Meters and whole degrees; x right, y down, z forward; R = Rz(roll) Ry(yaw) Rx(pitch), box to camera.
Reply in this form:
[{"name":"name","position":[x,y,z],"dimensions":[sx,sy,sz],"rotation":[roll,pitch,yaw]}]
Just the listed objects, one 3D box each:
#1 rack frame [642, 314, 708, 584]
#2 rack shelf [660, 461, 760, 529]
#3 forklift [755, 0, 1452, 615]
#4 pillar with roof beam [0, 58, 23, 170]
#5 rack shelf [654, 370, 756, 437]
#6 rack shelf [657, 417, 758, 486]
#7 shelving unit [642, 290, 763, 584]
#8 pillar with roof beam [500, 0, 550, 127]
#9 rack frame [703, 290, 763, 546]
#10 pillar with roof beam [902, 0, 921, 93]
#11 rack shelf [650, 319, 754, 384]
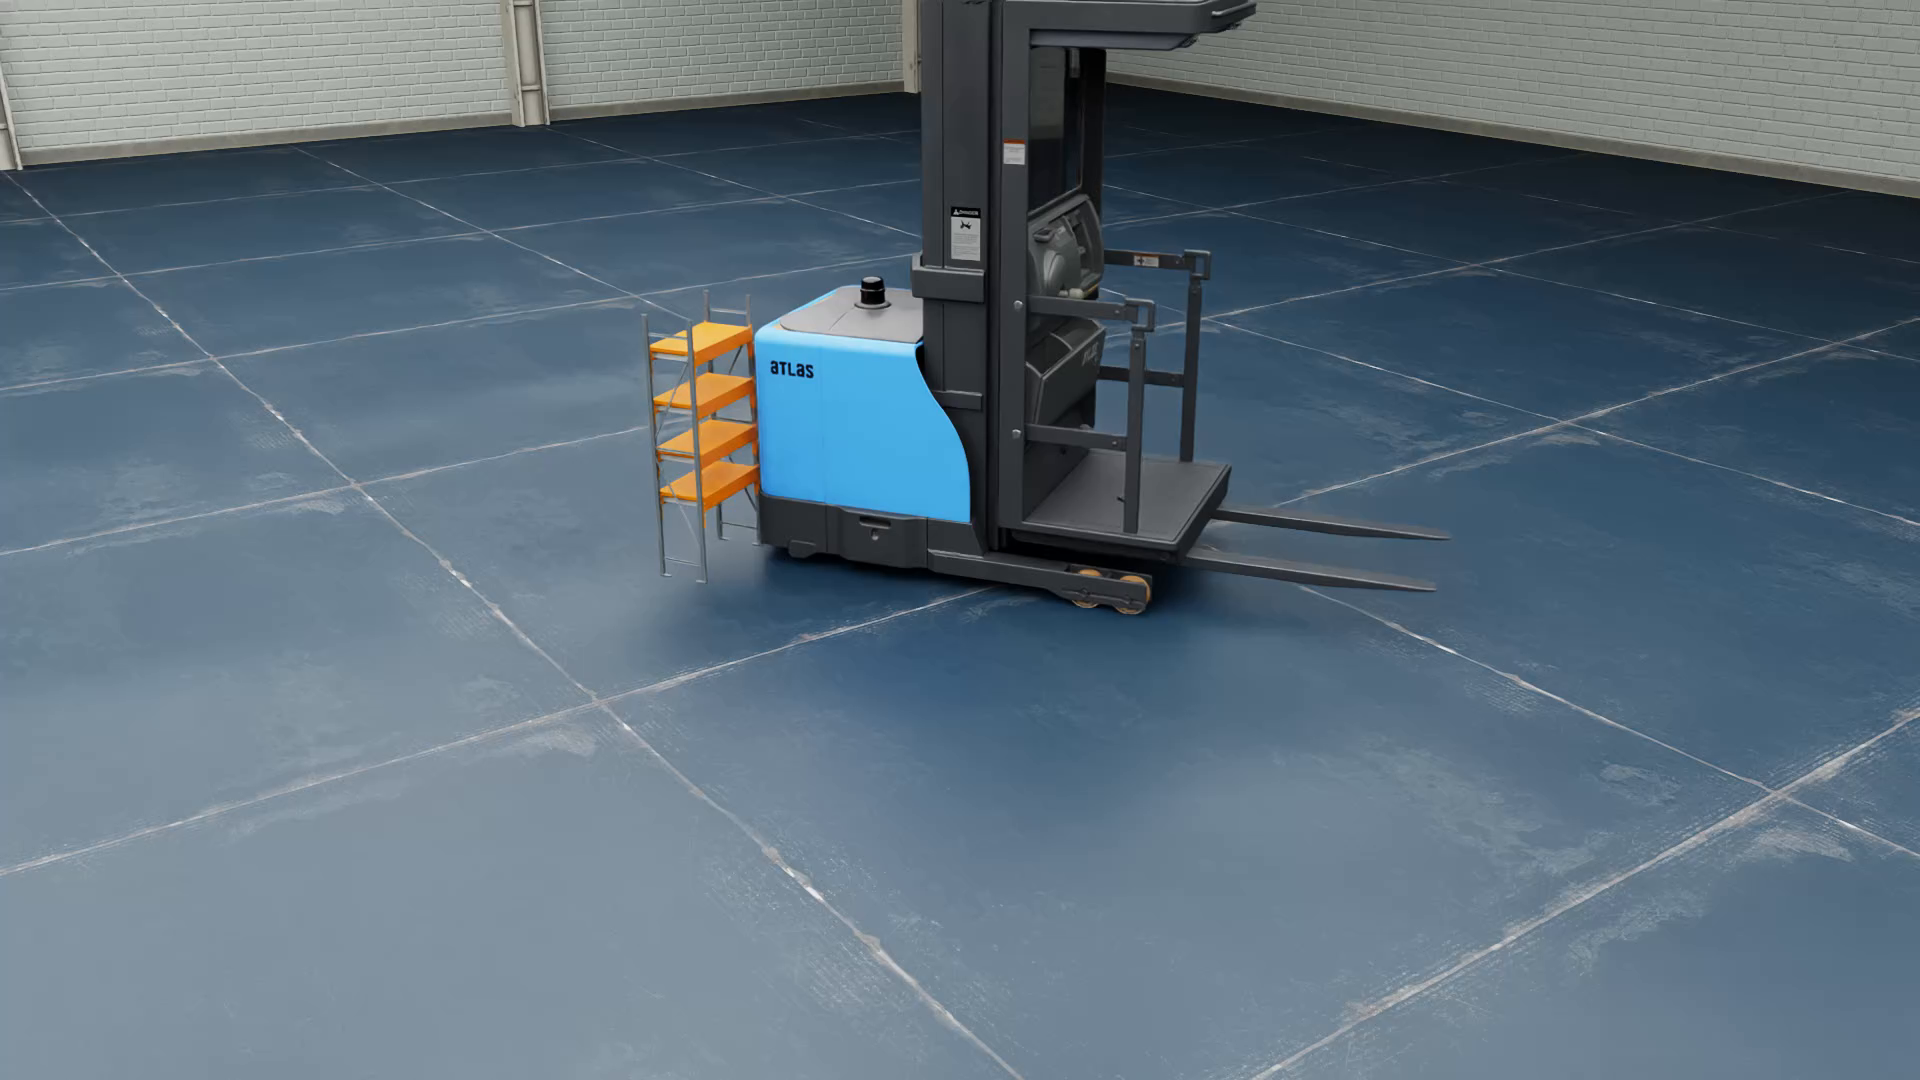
[{"name":"rack frame","position":[-1.238,-0.382,7.236],"dimensions":[0.240,1.200,0.015],"rotation":[9,24,22]},{"name":"rack shelf","position":[-1.139,-0.218,7.541],"dimensions":[0.258,0.148,0.480],"rotation":[9,24,22]},{"name":"forklift","position":[0.646,-1.264,7.109],"dimensions":[3.031,2.935,1.130],"rotation":[8,23,19]},{"name":"pillar with roof beam","position":[-7.812,-6.875,12.983],"dimensions":[0.400,9.000,9.100],"rotation":[-15,26,-33]},{"name":"rack shelf","position":[-1.139,-0.610,7.385],"dimensions":[0.258,0.148,0.480],"rotation":[9,24,22]},{"name":"rack shelf","position":[-1.139,-0.403,7.468],"dimensions":[0.258,0.148,0.480],"rotation":[9,24,22]},{"name":"shelving unit","position":[-1.139,-0.465,7.443],"dimensions":[0.258,1.200,0.503],"rotation":[9,24,22]},{"name":"pillar with roof beam","position":[-2.942,-8.173,16.237],"dimensions":[0.400,9.000,9.100],"rotation":[-15,26,-33]},{"name":"rack frame","position":[-1.041,-0.548,7.650],"dimensions":[0.240,1.200,0.015],"rotation":[9,24,22]},{"name":"pillar with roof beam","position":[1.929,-9.472,19.492],"dimensions":[0.400,9.000,9.100],"rotation":[-15,26,-33]},{"name":"rack shelf","position":[-1.139,-0.830,7.297],"dimensions":[0.258,0.148,0.480],"rotation":[9,24,22]}]
